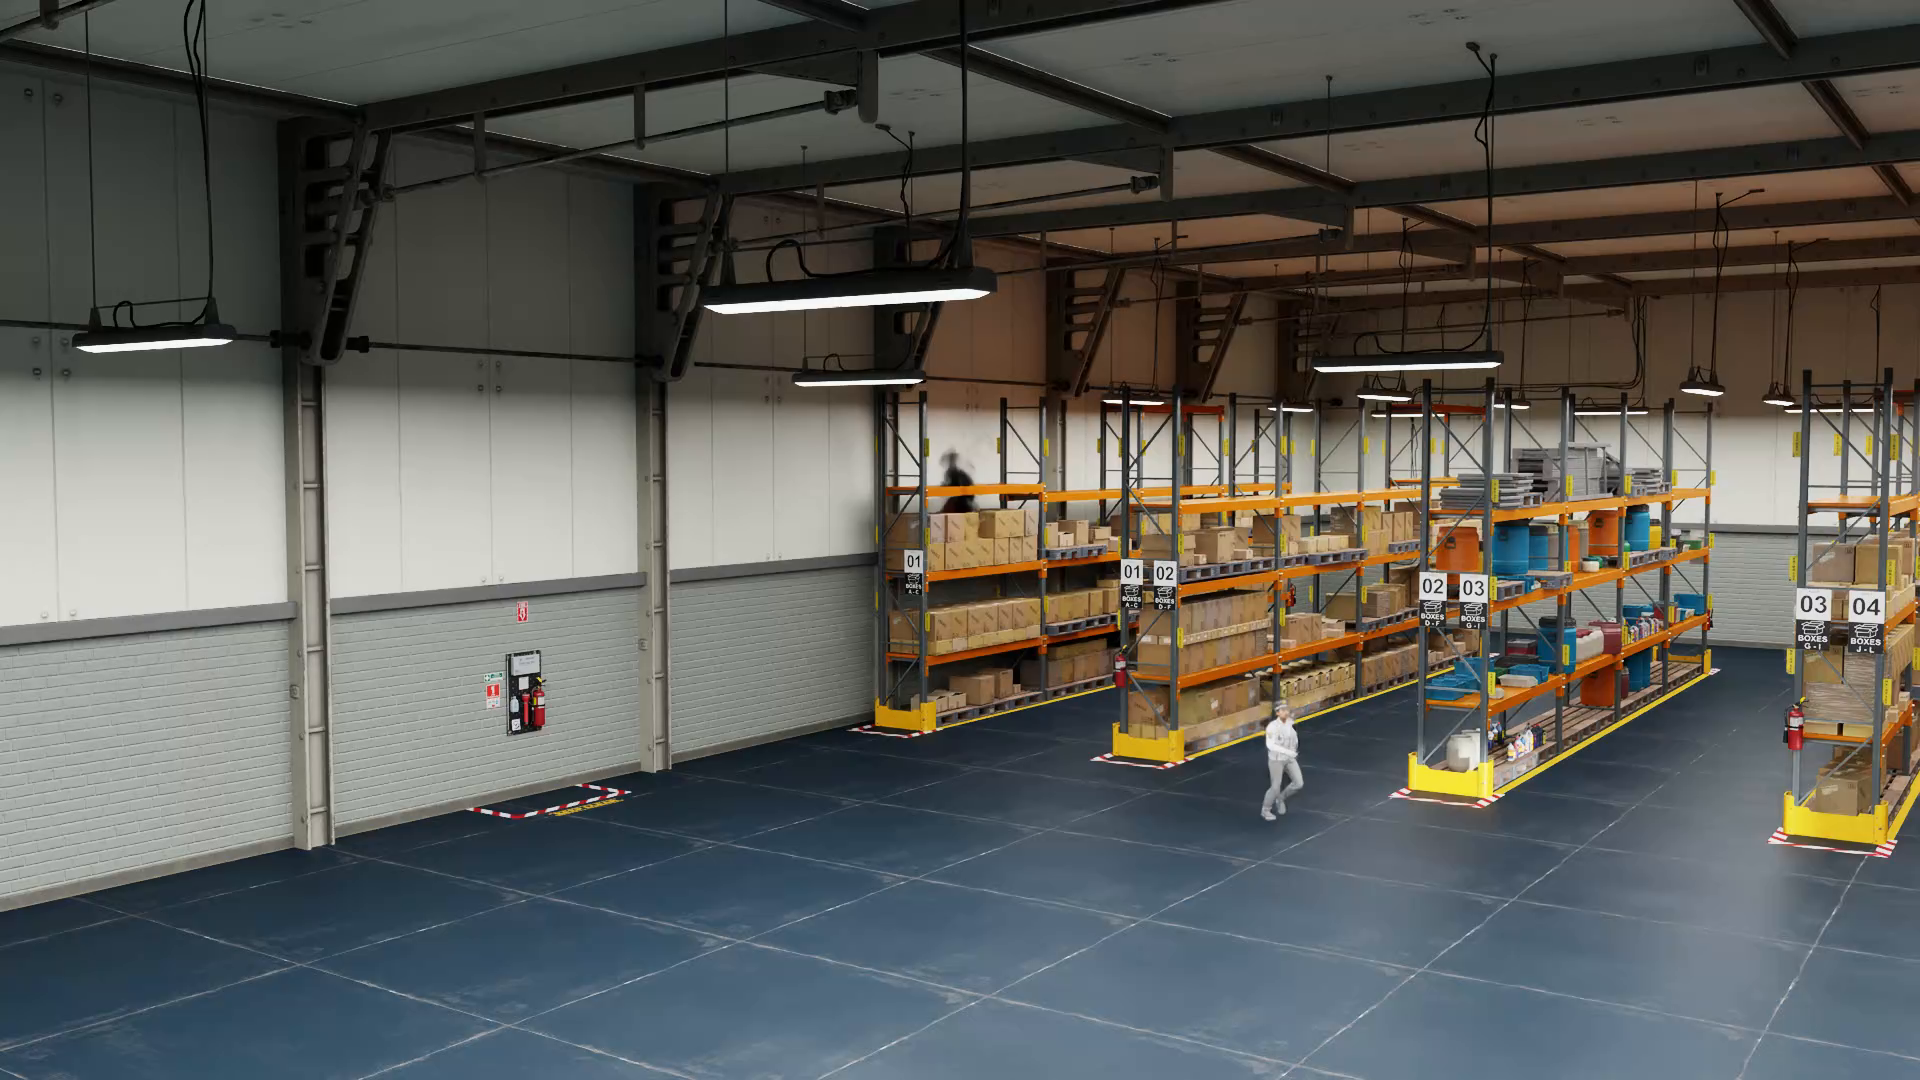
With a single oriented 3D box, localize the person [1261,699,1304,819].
[{"bbox_3d":[4.333,2.934,22.193,0.634,1.651,0.729,-2,4,-26],"label":"person"}]
